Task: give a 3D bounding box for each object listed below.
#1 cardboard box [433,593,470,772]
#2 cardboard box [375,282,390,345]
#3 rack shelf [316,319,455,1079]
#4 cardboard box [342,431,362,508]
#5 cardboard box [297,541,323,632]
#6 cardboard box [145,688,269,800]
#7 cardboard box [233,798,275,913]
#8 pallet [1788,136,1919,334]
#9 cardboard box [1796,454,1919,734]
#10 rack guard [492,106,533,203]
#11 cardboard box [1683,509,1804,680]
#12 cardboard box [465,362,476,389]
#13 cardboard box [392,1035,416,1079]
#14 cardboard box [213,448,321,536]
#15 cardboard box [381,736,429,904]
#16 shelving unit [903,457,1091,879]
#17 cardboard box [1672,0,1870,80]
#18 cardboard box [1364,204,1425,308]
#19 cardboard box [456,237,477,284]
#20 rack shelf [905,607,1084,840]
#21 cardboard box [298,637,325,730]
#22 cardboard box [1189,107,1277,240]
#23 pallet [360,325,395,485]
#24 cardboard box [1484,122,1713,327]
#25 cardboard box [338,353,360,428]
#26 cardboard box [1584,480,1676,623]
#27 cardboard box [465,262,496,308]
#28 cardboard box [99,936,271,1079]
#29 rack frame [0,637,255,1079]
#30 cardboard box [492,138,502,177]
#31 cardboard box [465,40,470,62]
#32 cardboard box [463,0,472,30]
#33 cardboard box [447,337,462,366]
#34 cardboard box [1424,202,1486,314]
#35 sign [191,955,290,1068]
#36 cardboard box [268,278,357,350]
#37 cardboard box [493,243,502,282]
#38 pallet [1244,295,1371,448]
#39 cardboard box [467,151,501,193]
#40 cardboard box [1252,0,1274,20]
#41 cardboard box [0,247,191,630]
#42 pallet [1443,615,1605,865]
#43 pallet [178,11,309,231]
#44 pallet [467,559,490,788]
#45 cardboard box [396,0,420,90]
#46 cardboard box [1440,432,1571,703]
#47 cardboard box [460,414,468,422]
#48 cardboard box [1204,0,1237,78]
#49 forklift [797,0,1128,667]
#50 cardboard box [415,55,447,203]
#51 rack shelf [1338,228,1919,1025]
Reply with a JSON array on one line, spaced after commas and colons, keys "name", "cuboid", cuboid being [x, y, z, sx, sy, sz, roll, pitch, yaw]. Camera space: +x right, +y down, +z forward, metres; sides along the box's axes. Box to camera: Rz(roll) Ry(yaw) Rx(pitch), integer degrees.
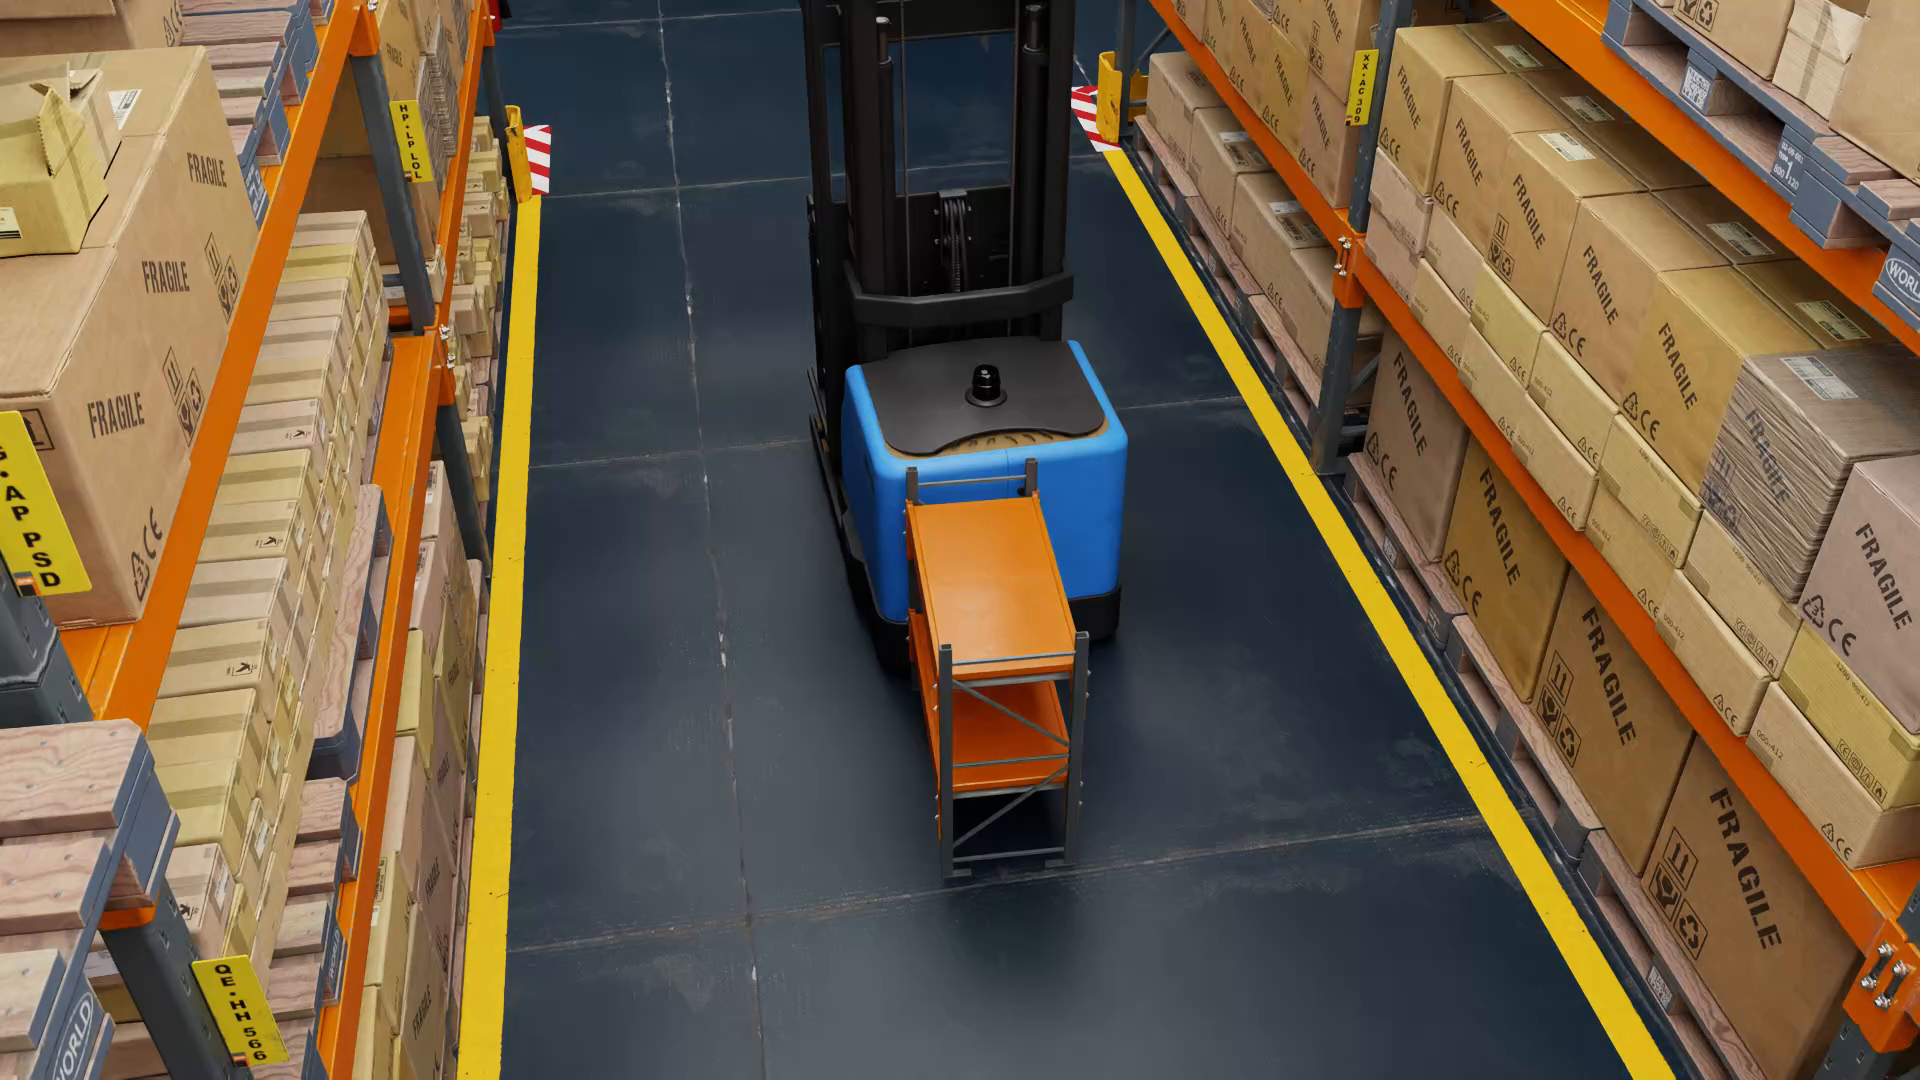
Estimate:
[{"name": "cardboard box", "cuboid": [-2.157, 0.562, 6.277, 0.500, 0.500, 0.500, -7, 38, -9]}, {"name": "cardboard box", "cuboid": [-2.360, -0.837, 6.245, 0.380, 0.149, 0.250, -7, 38, -9]}, {"name": "rack shelf", "cuboid": [-2.274, 0.503, 5.244, 1.077, 0.370, 4.000, -6, 38, -8]}, {"name": "cardboard box", "cuboid": [-2.174, -0.211, 5.439, 0.380, 0.149, 0.250, -8, 39, -10]}, {"name": "cardboard box", "cuboid": [-2.038, 0.152, 4.730, 0.380, 0.149, 0.250, -7, 38, -8]}, {"name": "cardboard box", "cuboid": [-1.902, 0.515, 4.020, 0.380, 0.149, 0.250, -6, 38, -8]}, {"name": "cardboard box", "cuboid": [-1.860, 0.766, 3.939, 0.380, 0.149, 0.250, -4, 38, -6]}, {"name": "pallet", "cuboid": [2.767, -0.660, 3.863, 1.213, 0.211, 1.003, -5, 38, -6]}, {"name": "cardboard box", "cuboid": [2.584, 0.115, 4.260, 0.500, 0.500, 0.500, -7, 38, -9]}, {"name": "rack guard", "cuboid": [-3.313, -2.372, 10.396, 1.175, 0.500, 0.348, -6, 38, -8]}, {"name": "cardboard box", "cuboid": [2.504, 0.121, 4.864, 0.500, 0.250, 0.500, -7, 38, -9]}, {"name": "cardboard box", "cuboid": [-2.607, -0.737, 8.235, 0.380, 0.149, 0.250, -7, 38, -9]}, {"name": "cardboard box", "cuboid": [-1.796, 1.794, 4.691, 0.500, 0.500, 0.500, -8, 39, -10]}, {"name": "cardboard box", "cuboid": [-2.086, -0.119, 4.836, 0.380, 0.149, 0.250, -7, 38, -9]}, {"name": "cardboard box", "cuboid": [-1.969, 0.903, 5.227, 0.500, 0.250, 0.500, -6, 38, -8]}, {"name": "shelving unit", "cuboid": [0.112, 0.468, 6.231, 0.538, 1.125, 1.048, -5, 38, -6]}, {"name": "cardboard box", "cuboid": [2.338, -1.590, 4.482, 0.500, 0.500, 0.500, -6, 38, -8]}, {"name": "cardboard box", "cuboid": [2.048, -1.229, 7.009, 0.500, 0.250, 0.500, -7, 38, -9]}, {"name": "cardboard box", "cuboid": [-2.730, -1.441, 8.656, 0.380, 0.149, 0.250, -6, 38, -8]}, {"name": "rack shelf", "cuboid": [0.112, 0.661, 6.381, 0.538, 0.278, 1.000, -5, 38, -6]}, {"name": "cardboard box", "cuboid": [-1.996, 0.420, 4.627, 0.380, 0.149, 0.250, -5, 38, -6]}, {"name": "cardboard box", "cuboid": [1.912, -2.213, 9.899, 0.875, 0.438, 0.875, -5, 38, -7]}, {"name": "pallet", "cuboid": [-2.634, -0.436, 6.022, 1.003, 0.211, 1.213, -6, 38, -8]}, {"name": "cardboard box", "cuboid": [2.227, -1.113, 5.841, 0.500, 0.500, 0.500, -7, 38, -9]}, {"name": "cardboard box", "cuboid": [-2.220, -0.480, 5.543, 0.380, 0.149, 0.250, -7, 38, -9]}, {"name": "cardboard box", "cuboid": [2.410, 0.003, 5.424, 0.500, 0.250, 0.500, -7, 38, -8]}, {"name": "cardboard box", "cuboid": [-2.654, -1.329, 8.755, 0.380, 0.149, 0.250, -6, 38, -7]}, {"name": "cardboard box", "cuboid": [-1.803, 1.068, 3.792, 0.380, 0.149, 0.250, -7, 38, -9]}, {"name": "rack frame", "cuboid": [-1.924, 1.427, 3.468, 1.000, 3.000, 0.127, -6, 38, -8]}, {"name": "cardboard box", "cuboid": [-2.953, -2.274, 9.972, 0.380, 0.149, 0.250, -7, 38, -9]}, {"name": "cardboard box", "cuboid": [-2.857, -2.684, 8.964, 0.380, 0.149, 0.250, -5, 38, -7]}, {"name": "cardboard box", "cuboid": [-2.909, -3.007, 8.851, 0.500, 0.500, 0.500, -7, 38, -9]}, {"name": "cardboard box", "cuboid": [-2.564, -0.814, 7.850, 0.380, 0.149, 0.250, -7, 38, -9]}, {"name": "cardboard box", "cuboid": [2.149, -1.113, 6.452, 0.500, 0.250, 0.500, -6, 38, -7]}, {"name": "sign", "cuboid": [-1.378, 0.908, 3.192, 0.100, 0.325, 0.005, -6, 38, -8]}, {"name": "cardboard box", "cuboid": [-2.271, -0.751, 5.649, 0.380, 0.149, 0.250, -7, 38, -9]}, {"name": "cardboard box", "cuboid": [-2.760, -1.541, 9.270, 0.380, 0.149, 0.250, -8, 39, -10]}, {"name": "pallet", "cuboid": [2.175, -0.949, 8.799, 1.003, 0.211, 1.213, -6, 38, -8]}, {"name": "cardboard box", "cuboid": [-2.826, -2.087, 9.488, 0.380, 0.149, 0.250, -7, 38, -9]}, {"name": "cardboard box", "cuboid": [1.697, -2.886, 8.123, 0.500, 0.500, 0.500, -6, 38, -7]}, {"name": "cardboard box", "cuboid": [-1.762, -0.171, 2.998, 0.500, 0.500, 0.500, -6, 38, -8]}, {"name": "pallet", "cuboid": [2.658, 0.715, 6.657, 1.003, 0.211, 1.213, -6, 38, -8]}, {"name": "pallet", "cuboid": [-2.437, -1.089, 4.415, 1.213, 0.211, 1.003, -6, 38, -8]}, {"name": "pallet", "cuboid": [-2.487, 0.582, 6.828, 1.003, 0.211, 1.213, -6, 38, -8]}, {"name": "cardboard box", "cuboid": [-2.570, -2.151, 6.935, 0.500, 0.500, 0.500, -7, 38, -9]}, {"name": "cardboard box", "cuboid": [2.584, 0.001, 6.693, 0.875, 0.875, 0.875, -5, 38, -7]}, {"name": "cardboard box", "cuboid": [-2.506, -0.543, 7.743, 0.380, 0.149, 0.250, -6, 38, -8]}, {"name": "cardboard box", "cuboid": [1.623, -2.805, 8.834, 0.500, 0.500, 0.500, -5, 38, -6]}, {"name": "forklift", "cuboid": [-0.133, -1.532, 7.332, 1.130, 2.935, 3.031, -8, 38, -10]}, {"name": "cardboard box", "cuboid": [-2.557, -1.770, 7.260, 0.500, 0.500, 0.500, -6, 38, -8]}, {"name": "rack shelf", "cuboid": [2.581, -0.090, 6.008, 1.077, 0.370, 4.000, -6, 38, -8]}]
